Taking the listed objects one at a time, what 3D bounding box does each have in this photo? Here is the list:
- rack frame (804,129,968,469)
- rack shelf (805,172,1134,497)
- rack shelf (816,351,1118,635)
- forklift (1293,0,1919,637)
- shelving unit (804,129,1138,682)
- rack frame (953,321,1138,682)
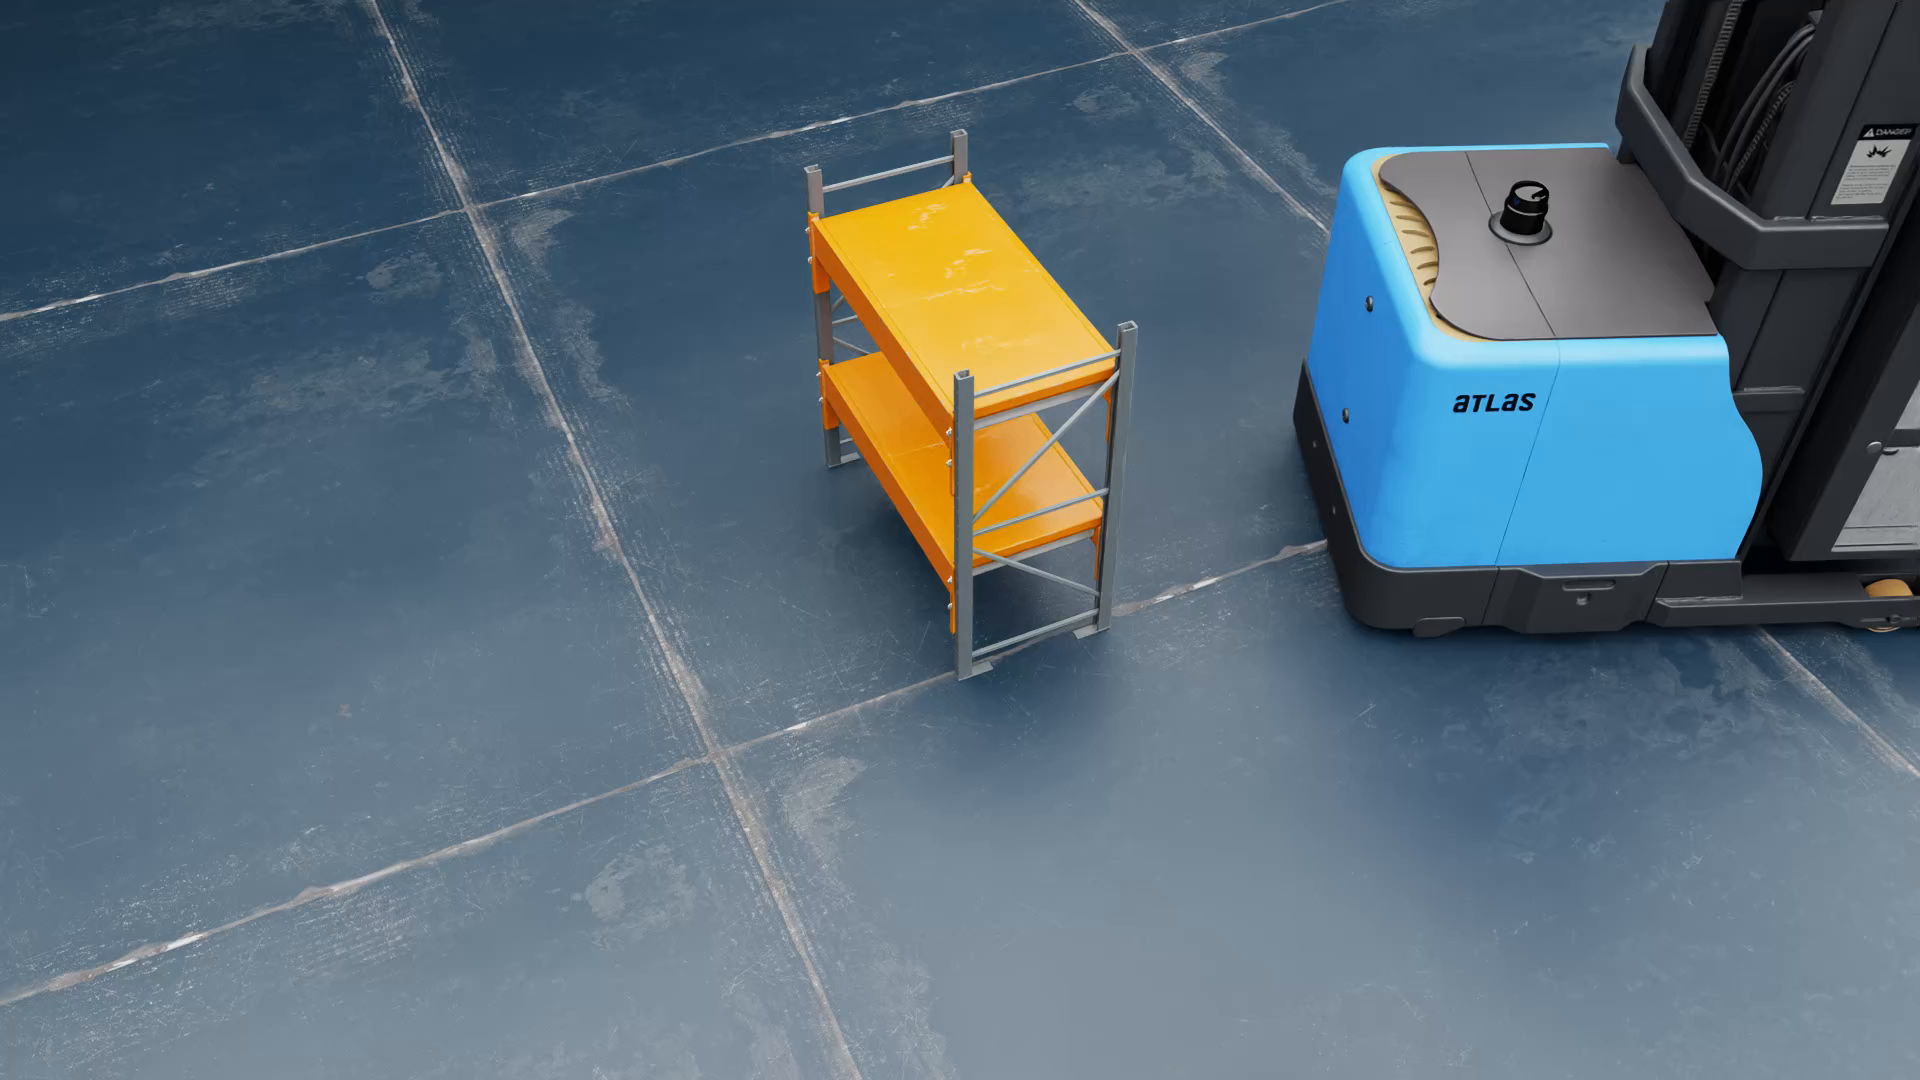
[{"bbox_3d":[-0.211,-0.720,5.179,0.500,1.125,0.032,-18,47,-17],"label":"rack frame"},{"bbox_3d":[0.003,-0.604,4.645,0.538,0.278,1.000,-18,47,-17],"label":"rack shelf"},{"bbox_3d":[0.003,-0.222,5.022,0.538,0.278,1.000,-18,47,-17],"label":"rack shelf"},{"bbox_3d":[2.644,-1.141,4.319,3.031,2.935,1.130,-2,45,-2],"label":"forklift"},{"bbox_3d":[0.003,-0.396,4.851,0.538,1.125,1.048,-18,47,-17],"label":"shelving unit"},{"bbox_3d":[0.217,-0.072,4.522,0.500,1.125,0.032,-18,47,-17],"label":"rack frame"}]
